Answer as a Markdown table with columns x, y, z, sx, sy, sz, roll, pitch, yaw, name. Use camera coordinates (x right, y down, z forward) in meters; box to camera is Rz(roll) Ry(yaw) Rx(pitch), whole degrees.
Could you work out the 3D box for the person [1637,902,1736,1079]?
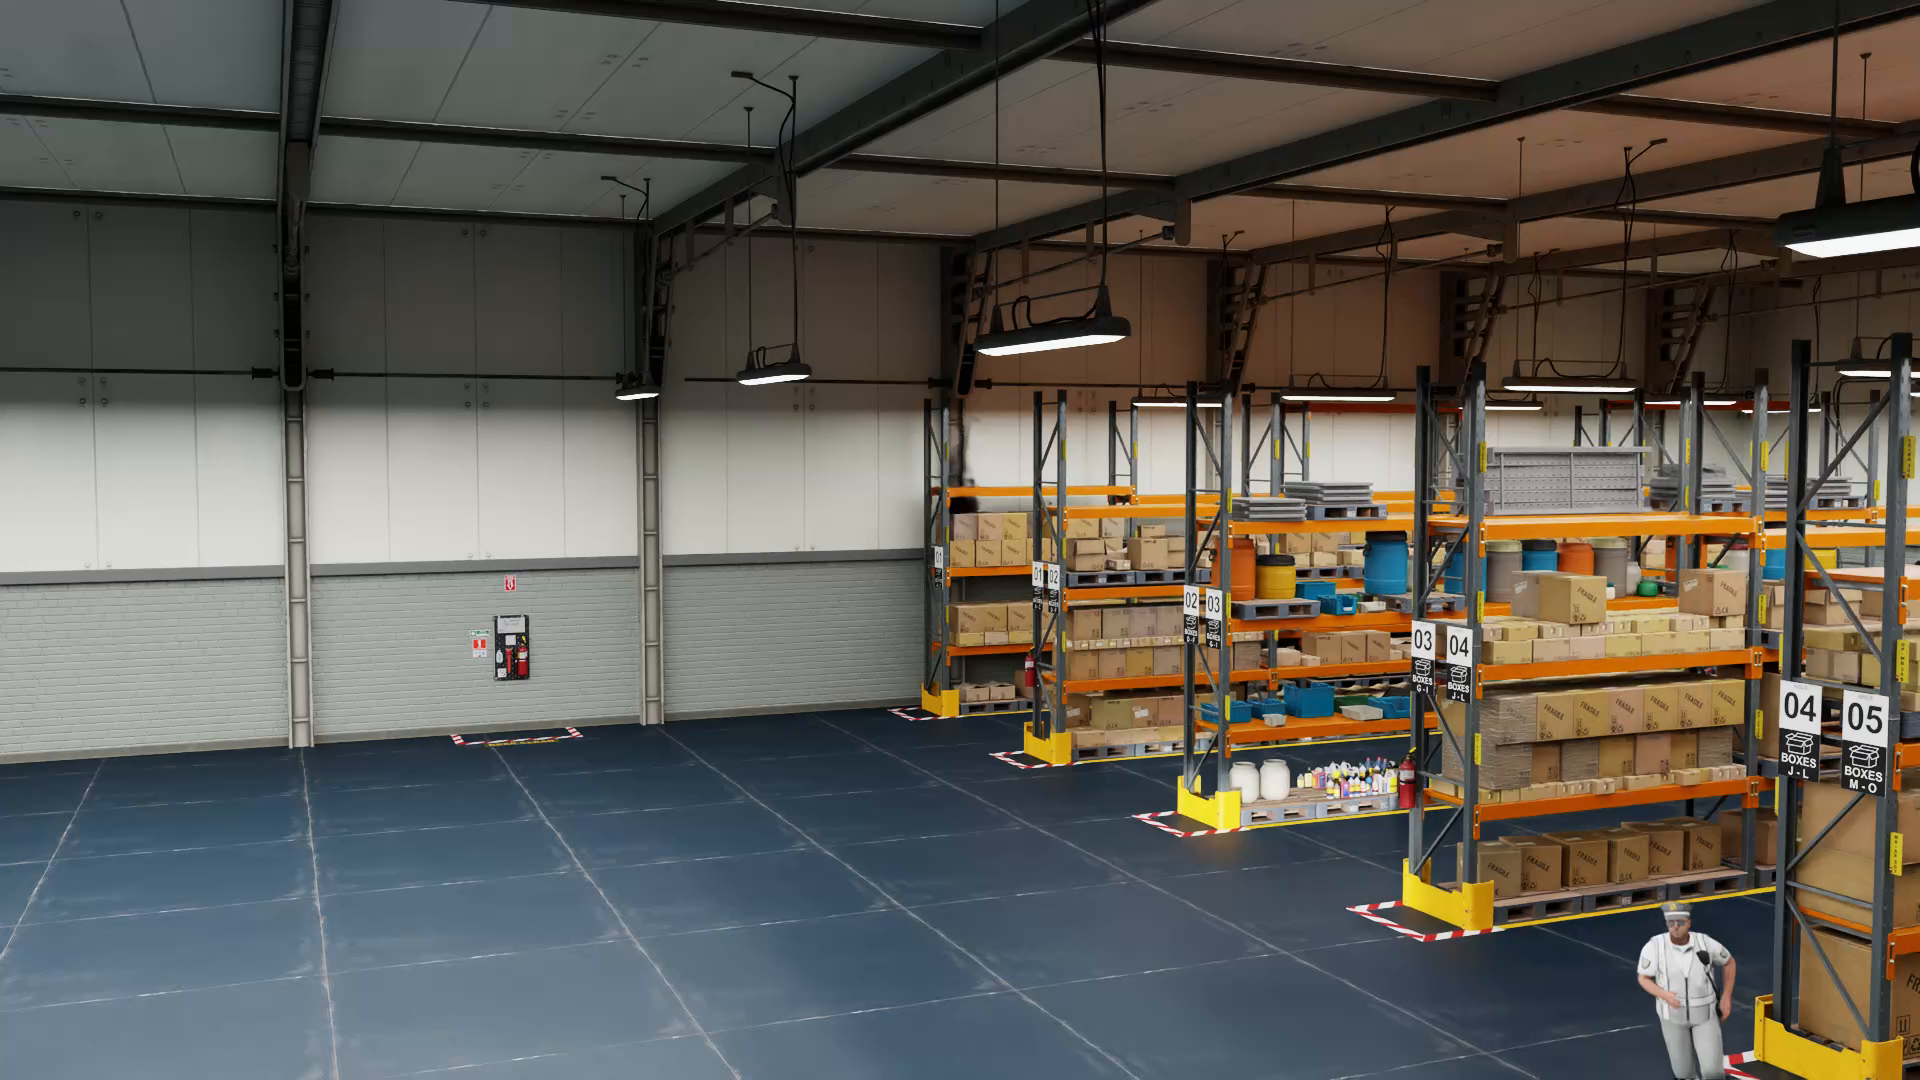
| x | y | z | sx | sy | sz | roll | pitch | yaw | name |
| --- | --- | --- | --- | --- | --- | --- | --- | --- | --- |
| 5.433 | 3.572 | 12.422 | 0.703 | 1.755 | 0.666 | 1 | 4 | 23 | person |
